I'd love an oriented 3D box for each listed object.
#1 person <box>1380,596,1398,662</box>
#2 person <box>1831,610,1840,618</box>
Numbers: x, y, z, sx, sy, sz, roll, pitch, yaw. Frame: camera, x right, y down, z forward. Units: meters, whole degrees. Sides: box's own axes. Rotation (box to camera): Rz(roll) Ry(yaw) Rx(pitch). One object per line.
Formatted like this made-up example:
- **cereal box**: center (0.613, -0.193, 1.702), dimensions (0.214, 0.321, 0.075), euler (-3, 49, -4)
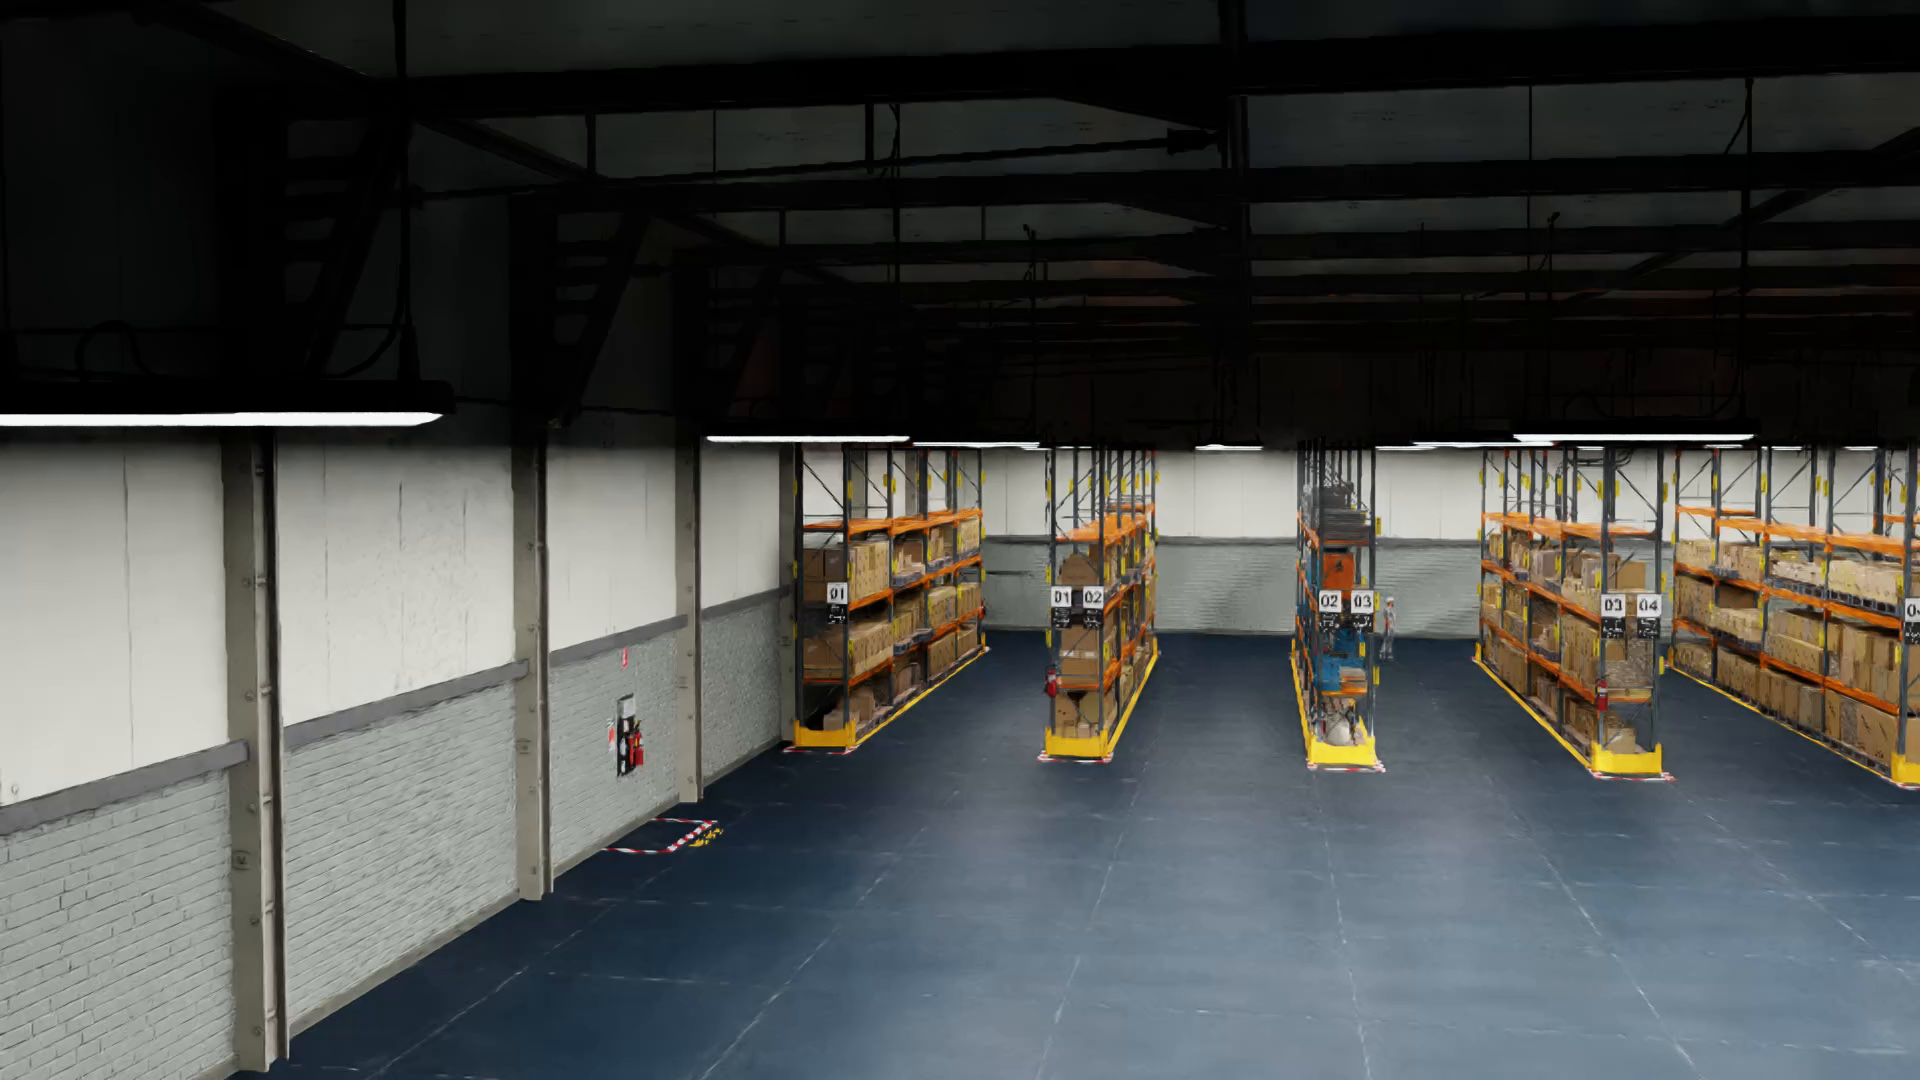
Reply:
- **person**: center (11.696, 2.425, 45.272), dimensions (0.484, 1.789, 0.638), euler (1, 3, 17)
- **person**: center (25.169, 2.363, 47.962), dimensions (0.556, 1.660, 0.509), euler (-3, 4, -43)
